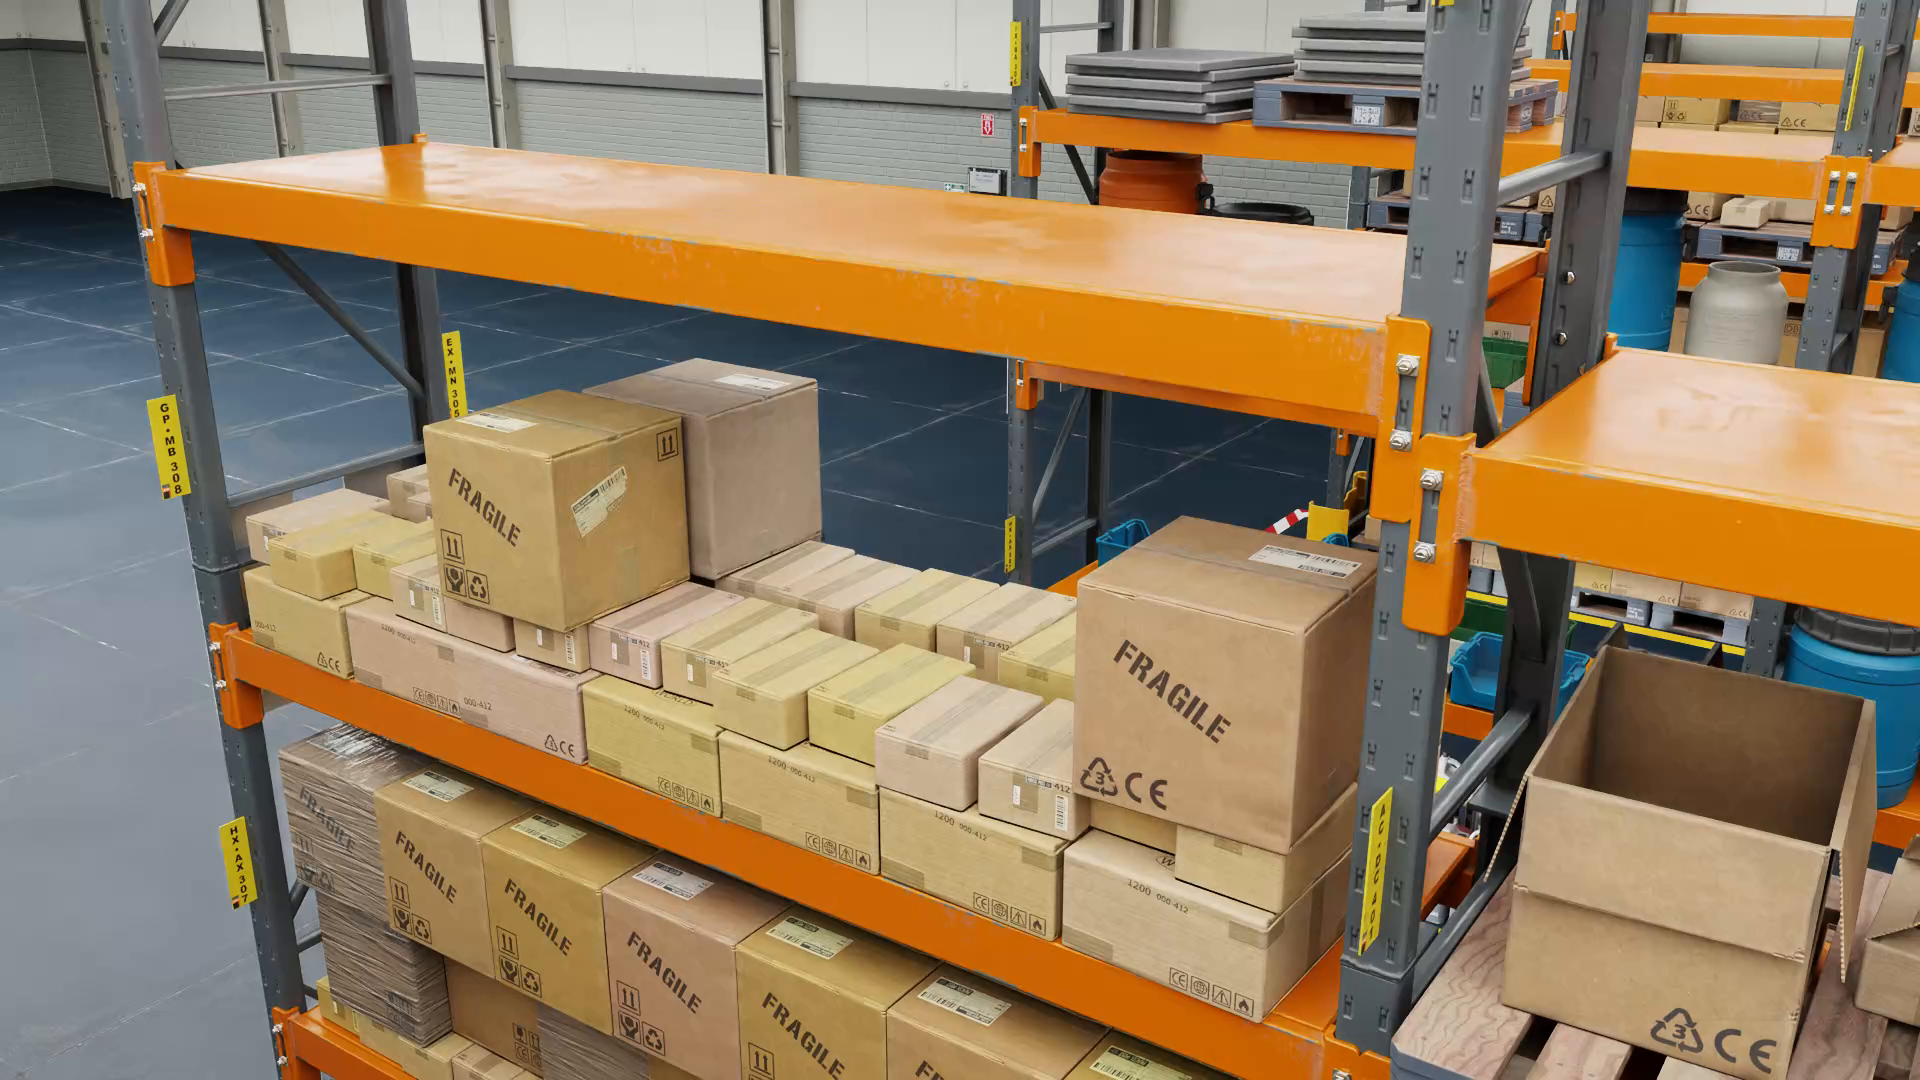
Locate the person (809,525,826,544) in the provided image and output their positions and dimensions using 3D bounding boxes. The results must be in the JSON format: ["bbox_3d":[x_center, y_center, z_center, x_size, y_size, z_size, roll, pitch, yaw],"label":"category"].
[{"bbox_3d":[-1.157,0.275,11.603,0.583,1.556,0.579,13,24,33],"label":"person"}]
